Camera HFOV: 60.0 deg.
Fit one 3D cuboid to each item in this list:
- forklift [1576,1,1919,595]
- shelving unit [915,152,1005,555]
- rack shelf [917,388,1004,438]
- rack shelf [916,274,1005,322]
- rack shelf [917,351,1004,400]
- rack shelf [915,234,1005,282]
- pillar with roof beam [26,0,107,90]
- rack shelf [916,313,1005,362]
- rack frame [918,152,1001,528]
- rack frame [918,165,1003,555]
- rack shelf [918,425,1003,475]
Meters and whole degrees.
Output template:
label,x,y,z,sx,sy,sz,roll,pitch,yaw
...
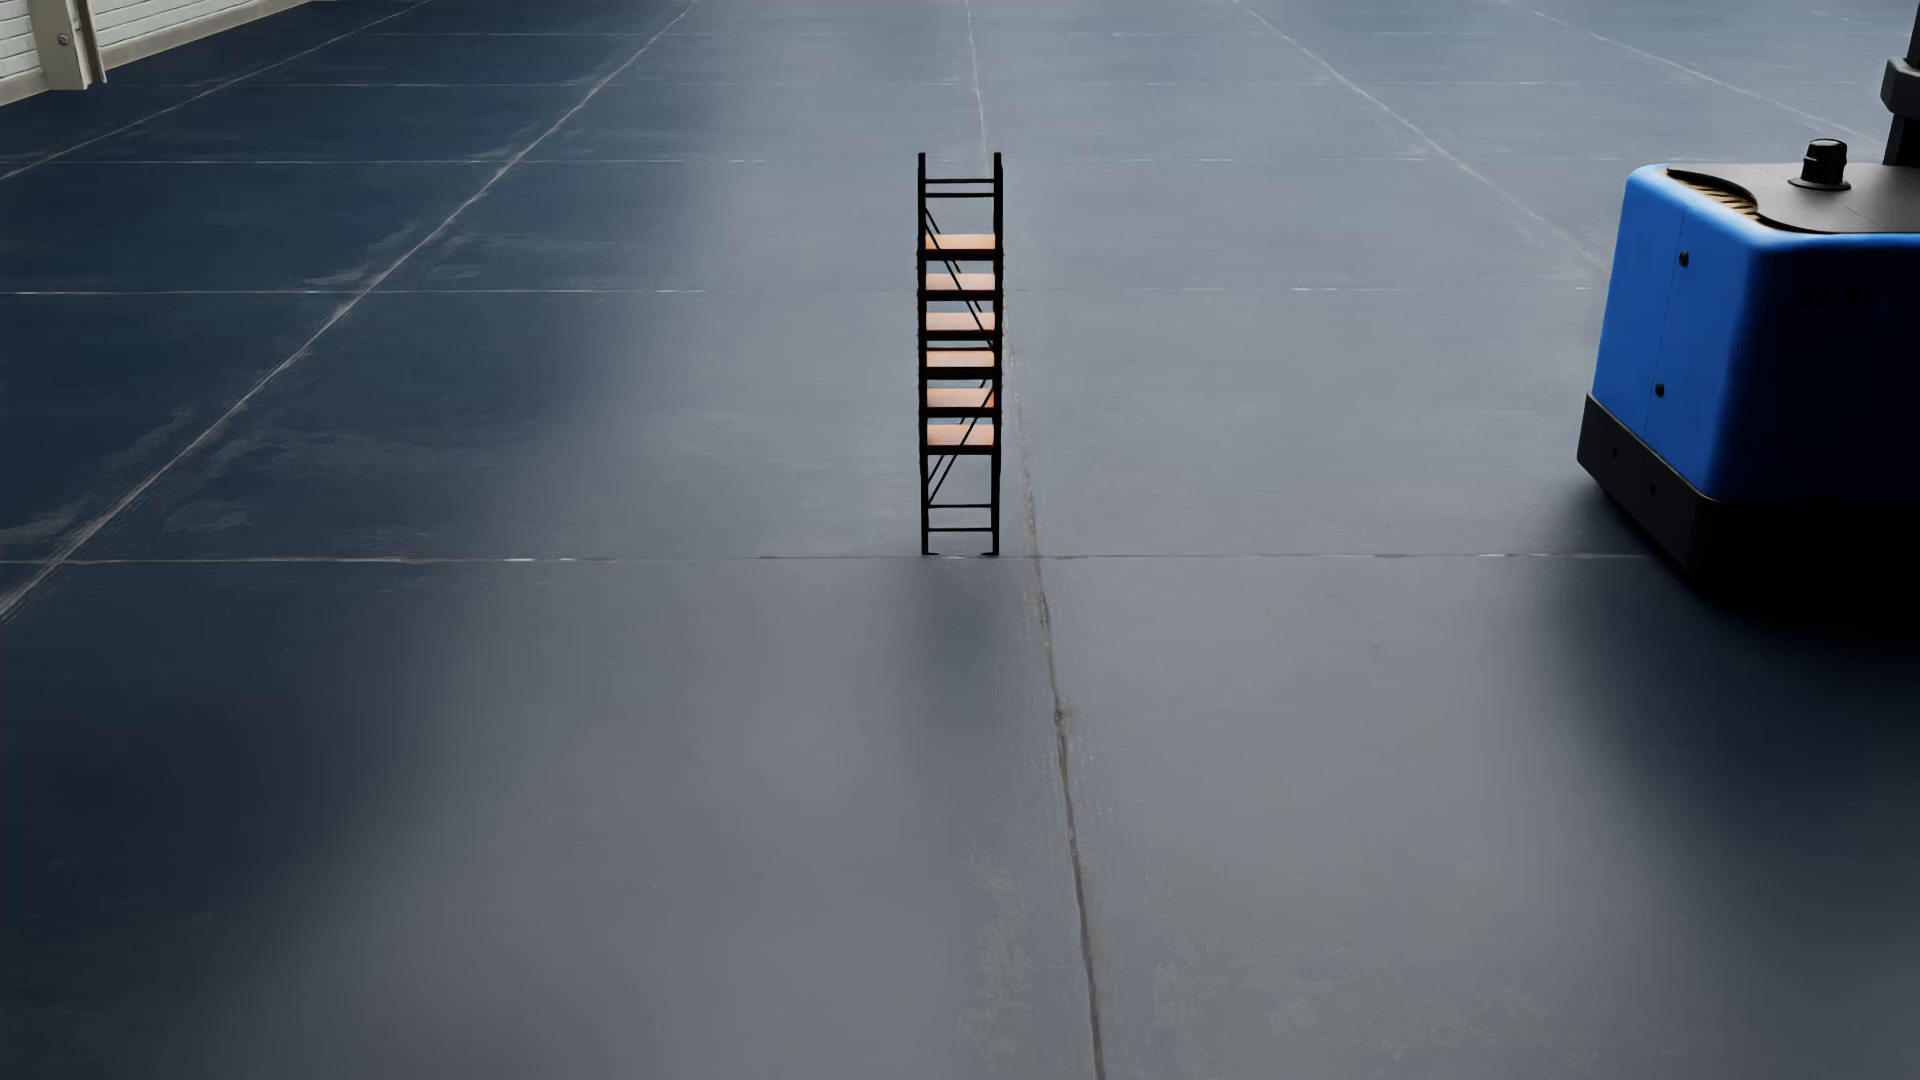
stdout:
label,x,y,z,sx,sy,sz,roll,pitch,yaw
forklift,3.629,-1.379,4.741,3.031,2.935,1.130,-1,24,-2
shelving unit,0.000,-0.541,4.990,0.258,1.200,0.189,0,24,-1
rack shelf,0.000,-0.391,5.057,0.258,0.103,0.180,0,24,-1
rack shelf,0.000,-0.719,4.909,0.258,0.103,0.180,0,24,-1
rack shelf,0.000,-0.500,5.008,0.258,0.103,0.180,0,24,-1
rack shelf,0.000,-0.828,4.860,0.258,0.103,0.180,0,24,-1
pillar with roof beam,-2.741,-7.743,11.451,9.100,9.000,0.400,0,24,-1
rack shelf,0.000,-0.610,4.958,0.258,0.103,0.180,0,24,-1
rack frame,-0.001,-0.578,5.073,0.240,1.200,0.006,0,24,-1
rack frame,0.001,-0.503,4.906,0.240,1.200,0.006,0,24,-1
rack shelf,0.000,-0.282,5.107,0.258,0.103,0.180,0,24,-1
